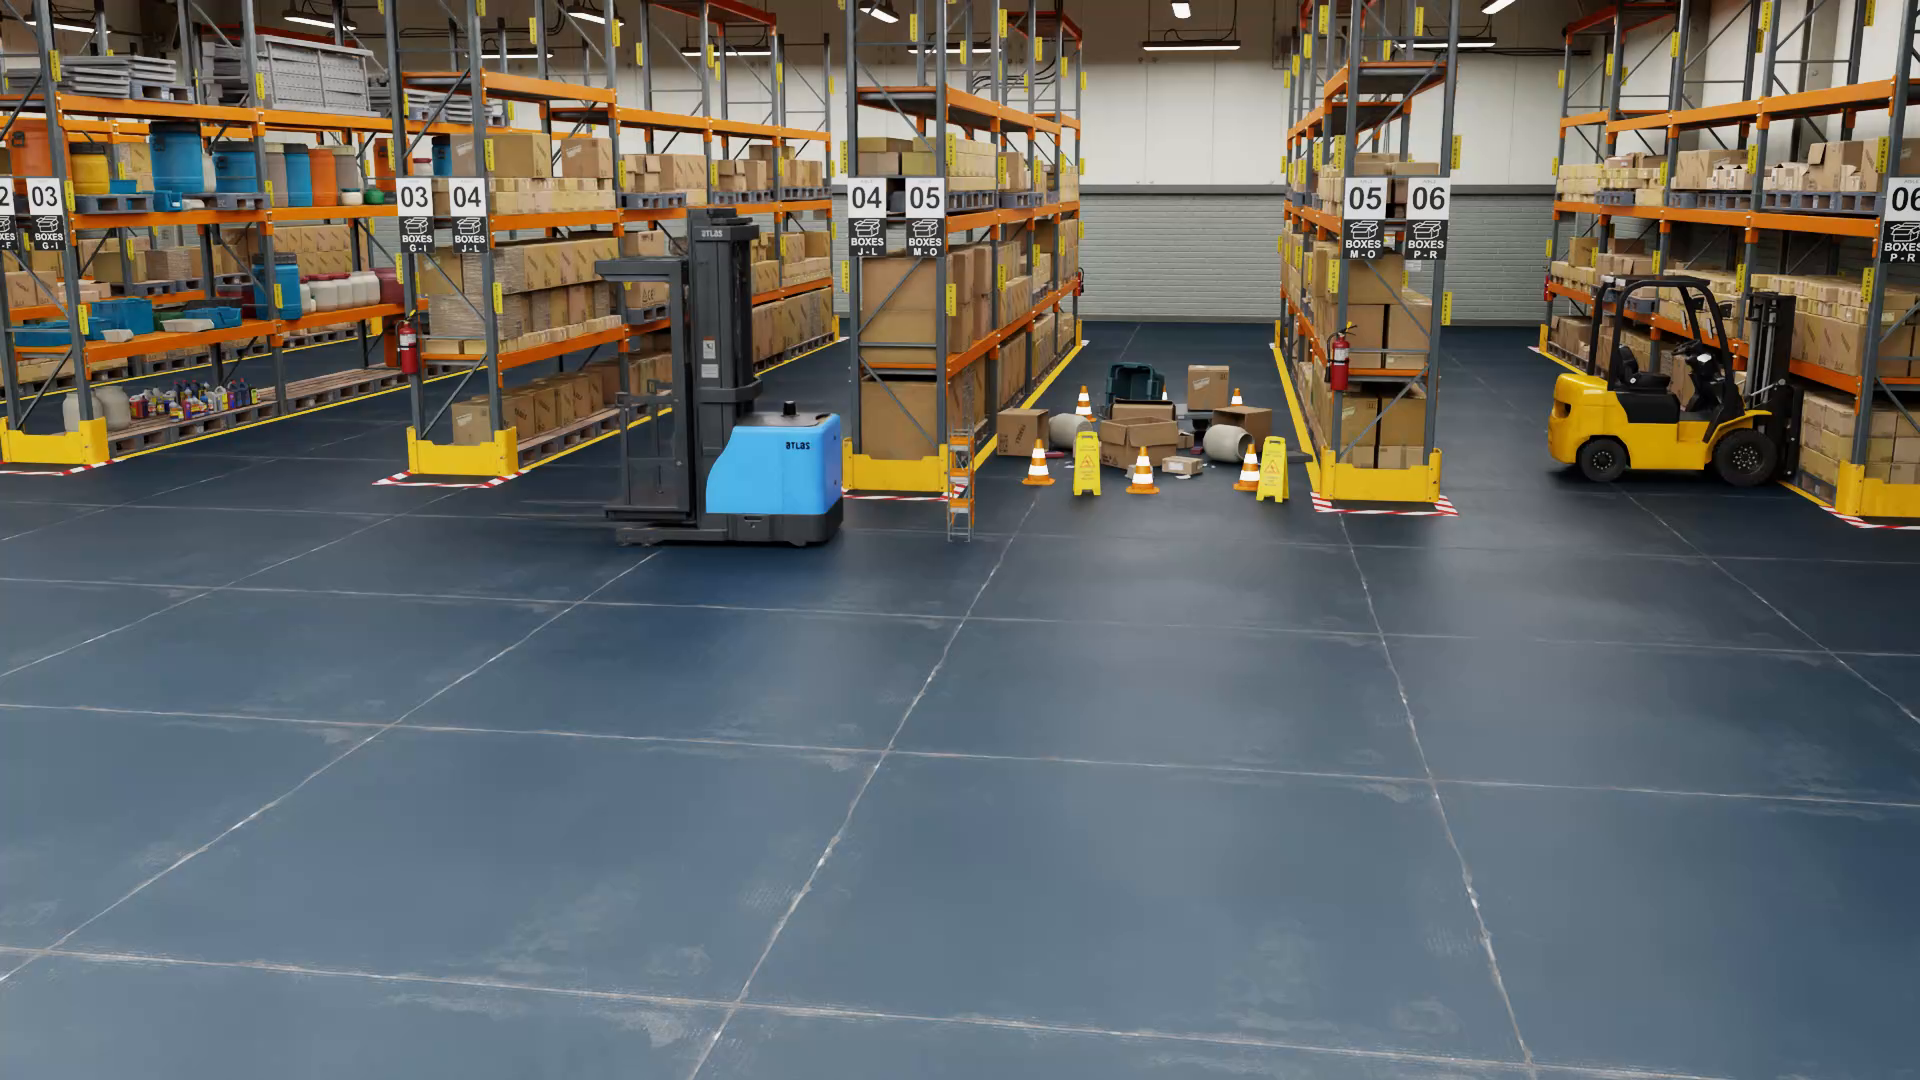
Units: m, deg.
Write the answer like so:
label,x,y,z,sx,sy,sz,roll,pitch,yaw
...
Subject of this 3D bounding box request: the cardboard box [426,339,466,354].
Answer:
label,x,y,z,sx,sy,sz,roll,pitch,yaw
cardboard box,-5.685,-2.148,18.437,0.380,0.149,0.250,2,12,9

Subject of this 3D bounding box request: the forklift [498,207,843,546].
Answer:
label,x,y,z,sx,sy,sz,roll,pitch,yaw
forklift,-2.635,-1.485,14.929,3.031,2.935,1.130,1,12,5

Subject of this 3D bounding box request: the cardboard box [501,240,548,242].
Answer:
label,x,y,z,sx,sy,sz,roll,pitch,yaw
cardboard box,-5.383,-3.427,20.459,0.500,0.500,0.500,2,12,9

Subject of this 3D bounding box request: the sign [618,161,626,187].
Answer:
label,x,y,z,sx,sy,sz,roll,pitch,yaw
sign,-4.373,-4.741,21.524,0.100,0.325,0.005,2,12,9

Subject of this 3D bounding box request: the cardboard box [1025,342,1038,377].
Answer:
label,x,y,z,sx,sy,sz,roll,pitch,yaw
cardboard box,0.951,-2.811,25.853,0.500,0.500,0.500,1,12,6

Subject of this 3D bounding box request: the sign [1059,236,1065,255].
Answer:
label,x,y,z,sx,sy,sz,roll,pitch,yaw
sign,1.755,-5.070,28.651,0.100,0.325,0.005,2,12,9

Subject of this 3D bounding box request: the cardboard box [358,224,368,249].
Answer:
label,x,y,z,sx,sy,sz,roll,pitch,yaw
cardboard box,-12.649,-6.293,34.465,0.500,0.500,0.500,2,12,8

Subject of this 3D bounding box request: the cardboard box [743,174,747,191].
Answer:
label,x,y,z,sx,sy,sz,roll,pitch,yaw
cardboard box,-3.937,-6.106,28.299,0.500,0.311,0.500,1,12,7

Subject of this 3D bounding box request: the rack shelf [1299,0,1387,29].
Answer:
label,x,y,z,sx,sy,sz,roll,pitch,yaw
rack shelf,5.805,-8.171,25.368,1.077,0.370,4.000,2,12,9

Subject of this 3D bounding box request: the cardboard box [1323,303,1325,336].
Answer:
label,x,y,z,sx,sy,sz,roll,pitch,yaw
cardboard box,4.337,-2.513,18.591,0.500,0.500,0.500,2,12,9

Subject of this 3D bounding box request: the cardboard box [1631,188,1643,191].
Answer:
label,x,y,z,sx,sy,sz,roll,pitch,yaw
cardboard box,11.377,-5.856,27.578,0.500,0.250,0.500,2,12,7

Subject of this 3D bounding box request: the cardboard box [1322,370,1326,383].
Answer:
label,x,y,z,sx,sy,sz,roll,pitch,yaw
cardboard box,4.206,-1.790,18.387,0.380,0.149,0.250,2,12,11

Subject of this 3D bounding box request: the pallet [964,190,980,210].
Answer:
label,x,y,z,sx,sy,sz,roll,pitch,yaw
pallet,-0.351,-3.856,18.855,1.003,0.211,1.213,2,12,9

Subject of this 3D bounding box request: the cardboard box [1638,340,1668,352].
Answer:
label,x,y,z,sx,sy,sz,roll,pitch,yaw
cardboard box,10.239,-2.858,24.534,0.380,0.149,0.250,1,12,6

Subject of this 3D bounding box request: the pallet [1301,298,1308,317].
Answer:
label,x,y,z,sx,sy,sz,roll,pitch,yaw
pallet,5.493,-3.304,23.658,1.213,0.211,1.003,2,12,9

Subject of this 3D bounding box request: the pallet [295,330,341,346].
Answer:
label,x,y,z,sx,sy,sz,roll,pitch,yaw
pallet,-13.176,-4.059,33.328,1.003,0.211,1.213,2,12,9

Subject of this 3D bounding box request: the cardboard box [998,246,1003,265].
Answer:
label,x,y,z,sx,sy,sz,roll,pitch,yaw
cardboard box,0.201,-3.709,22.475,0.700,0.500,0.500,2,12,9

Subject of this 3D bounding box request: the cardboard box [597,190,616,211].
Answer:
label,x,y,z,sx,sy,sz,roll,pitch,yaw
cardboard box,-4.722,-4.327,21.189,0.500,0.250,0.500,2,12,11

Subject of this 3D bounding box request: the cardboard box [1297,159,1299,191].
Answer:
label,x,y,z,sx,sy,sz,roll,pitch,yaw
cardboard box,5.482,-5.646,25.717,0.500,0.500,0.500,2,12,9

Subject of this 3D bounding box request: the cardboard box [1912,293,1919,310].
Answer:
label,x,y,z,sx,sy,sz,roll,pitch,yaw
cardboard box,9.435,-2.298,16.054,0.380,0.149,0.250,2,12,8

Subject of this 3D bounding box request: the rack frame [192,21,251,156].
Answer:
label,x,y,z,sx,sy,sz,roll,pitch,yaw
rack frame,-13.468,-7.957,30.557,1.000,3.000,0.127,2,12,9

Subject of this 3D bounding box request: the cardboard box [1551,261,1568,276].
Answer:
label,x,y,z,sx,sy,sz,roll,pitch,yaw
cardboard box,11.297,-5.041,30.914,0.500,0.250,0.500,2,12,9

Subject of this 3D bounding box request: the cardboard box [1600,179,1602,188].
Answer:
label,x,y,z,sx,sy,sz,roll,pitch,yaw
cardboard box,10.579,-5.770,26.890,0.380,0.149,0.250,2,12,10

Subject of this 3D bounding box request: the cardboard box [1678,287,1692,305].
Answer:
label,x,y,z,sx,sy,sz,roll,pitch,yaw
cardboard box,9.916,-3.263,22.184,0.500,0.250,0.500,2,12,7

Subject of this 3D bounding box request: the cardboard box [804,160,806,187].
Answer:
label,x,y,z,sx,sy,sz,roll,pitch,yaw
cardboard box,-3.329,-6.973,31.636,0.700,0.500,0.500,1,12,5

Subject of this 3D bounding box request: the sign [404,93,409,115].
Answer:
label,x,y,z,sx,sy,sz,roll,pitch,yaw
sign,-8.644,-6.789,25.903,0.100,0.325,0.005,2,12,9

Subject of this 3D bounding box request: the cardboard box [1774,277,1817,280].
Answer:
label,x,y,z,sx,sy,sz,roll,pitch,yaw
cardboard box,9.464,-2.900,18.849,0.380,0.149,0.250,2,12,8

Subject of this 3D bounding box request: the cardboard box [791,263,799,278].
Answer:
label,x,y,z,sx,sy,sz,roll,pitch,yaw
cardboard box,-3.267,-4.968,30.574,0.500,0.250,0.500,2,12,8

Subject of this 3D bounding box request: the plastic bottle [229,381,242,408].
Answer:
label,x,y,z,sx,sy,sz,roll,pitch,yaw
plastic bottle,-9.648,-1.935,22.095,0.144,0.351,0.185,1,12,6

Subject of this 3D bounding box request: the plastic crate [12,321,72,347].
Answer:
label,x,y,z,sx,sy,sz,roll,pitch,yaw
plastic crate,-10.638,-2.407,19.393,0.499,0.251,0.616,2,12,9

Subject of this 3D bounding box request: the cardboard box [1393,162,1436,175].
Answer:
label,x,y,z,sx,sy,sz,roll,pitch,yaw
cardboard box,4.523,-3.685,16.554,0.380,0.149,0.250,2,12,8

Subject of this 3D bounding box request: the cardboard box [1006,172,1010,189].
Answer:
label,x,y,z,sx,sy,sz,roll,pitch,yaw
cardboard box,0.473,-4.893,22.544,0.396,0.266,0.258,2,12,9

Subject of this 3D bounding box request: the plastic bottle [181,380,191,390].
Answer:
label,x,y,z,sx,sy,sz,roll,pitch,yaw
plastic bottle,-10.338,-1.964,22.228,0.144,0.351,0.185,2,12,10

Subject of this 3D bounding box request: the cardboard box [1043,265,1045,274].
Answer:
label,x,y,z,sx,sy,sz,roll,pitch,yaw
cardboard box,1.222,-4.496,27.631,0.380,0.149,0.250,1,12,7

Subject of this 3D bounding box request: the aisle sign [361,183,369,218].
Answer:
label,x,y,z,sx,sy,sz,roll,pitch,yaw
aisle sign,-12.539,-7.132,34.798,0.394,0.787,0.004,2,12,9

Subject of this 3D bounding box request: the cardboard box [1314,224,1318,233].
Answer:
label,x,y,z,sx,sy,sz,roll,pitch,yaw
cardboard box,5.993,-5.362,28.605,0.380,0.149,0.250,2,12,10

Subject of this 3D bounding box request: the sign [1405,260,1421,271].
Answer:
label,x,y,z,sx,sy,sz,roll,pitch,yaw
sign,10.145,-6.271,37.199,0.329,0.494,0.001,2,12,9

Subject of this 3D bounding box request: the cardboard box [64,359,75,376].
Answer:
label,x,y,z,sx,sy,sz,roll,pitch,yaw
cardboard box,-14.079,-2.724,26.042,0.500,0.250,0.500,2,12,10

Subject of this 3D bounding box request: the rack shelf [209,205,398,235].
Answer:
label,x,y,z,sx,sy,sz,roll,pitch,yaw
rack shelf,-9.497,-4.729,24.405,1.077,0.370,4.000,2,12,9

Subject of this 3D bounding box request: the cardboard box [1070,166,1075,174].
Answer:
label,x,y,z,sx,sy,sz,roll,pitch,yaw
cardboard box,1.953,-6.947,31.213,0.380,0.149,0.250,2,12,10

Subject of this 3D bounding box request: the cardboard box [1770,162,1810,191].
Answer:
label,x,y,z,sx,sy,sz,roll,pitch,yaw
cardboard box,9.418,-4.068,18.607,0.500,0.311,0.500,2,12,10

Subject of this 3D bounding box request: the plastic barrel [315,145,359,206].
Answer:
label,x,y,z,sx,sy,sz,roll,pitch,yaw
plastic barrel,-9.530,-5.578,25.447,0.600,0.901,0.600,0,12,0

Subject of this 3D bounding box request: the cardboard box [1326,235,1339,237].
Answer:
label,x,y,z,sx,sy,sz,roll,pitch,yaw
cardboard box,6.219,-4.710,27.120,0.500,0.500,0.500,2,12,10

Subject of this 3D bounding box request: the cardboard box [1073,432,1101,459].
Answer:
label,x,y,z,sx,sy,sz,roll,pitch,yaw
cardboard box,1.531,-1.102,19.476,0.396,0.266,0.258,4,13,18

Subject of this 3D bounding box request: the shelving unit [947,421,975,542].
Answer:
label,x,y,z,sx,sy,sz,roll,pitch,yaw
shelving unit,0.008,-0.524,14.934,0.215,1.050,0.252,2,12,9

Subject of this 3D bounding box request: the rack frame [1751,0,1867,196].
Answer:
label,x,y,z,sx,sy,sz,roll,pitch,yaw
rack frame,9.787,-5.489,19.104,1.000,3.000,0.127,2,12,9

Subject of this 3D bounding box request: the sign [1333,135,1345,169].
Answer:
label,x,y,z,sx,sy,sz,roll,pitch,yaw
sign,3.722,-3.805,16.308,0.100,0.325,0.005,2,12,9

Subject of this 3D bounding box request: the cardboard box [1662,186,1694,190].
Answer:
label,x,y,z,sx,sy,sz,roll,pitch,yaw
cardboard box,10.219,-5.059,23.636,0.380,0.149,0.250,2,12,10

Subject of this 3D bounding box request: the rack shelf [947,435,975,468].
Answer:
label,x,y,z,sx,sy,sz,roll,pitch,yaw
rack shelf,0.008,-0.791,14.877,0.215,0.259,0.240,2,12,9

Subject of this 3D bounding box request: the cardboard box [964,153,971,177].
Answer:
label,x,y,z,sx,sy,sz,roll,pitch,yaw
cardboard box,-0.158,-4.119,18.281,0.500,0.250,0.500,2,12,8

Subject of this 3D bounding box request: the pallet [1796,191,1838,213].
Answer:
label,x,y,z,sx,sy,sz,roll,pitch,yaw
pallet,9.492,-3.548,17.426,1.003,0.211,1.213,2,12,9

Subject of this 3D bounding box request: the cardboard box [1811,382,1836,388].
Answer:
label,x,y,z,sx,sy,sz,roll,pitch,yaw
cardboard box,9.748,-1.587,18.393,0.500,0.250,0.500,2,12,9

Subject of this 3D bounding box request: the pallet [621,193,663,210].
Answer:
label,x,y,z,sx,sy,sz,roll,pitch,yaw
pallet,-4.710,-4.537,22.252,1.213,0.211,1.003,2,12,9

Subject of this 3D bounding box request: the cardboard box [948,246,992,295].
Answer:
label,x,y,z,sx,sy,sz,roll,pitch,yaw
cardboard box,-0.085,-3.263,20.096,0.875,0.550,0.550,2,12,9

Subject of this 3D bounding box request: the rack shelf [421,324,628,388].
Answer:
label,x,y,z,sx,sy,sz,roll,pitch,yaw
rack shelf,-5.218,-2.270,20.112,1.077,0.370,4.000,2,12,9

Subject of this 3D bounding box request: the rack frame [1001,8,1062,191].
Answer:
label,x,y,z,sx,sy,sz,roll,pitch,yaw
rack frame,1.206,-7.454,28.220,1.000,3.000,0.127,2,12,9

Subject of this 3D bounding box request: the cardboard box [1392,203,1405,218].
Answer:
label,x,y,z,sx,sy,sz,roll,pitch,yaw
cardboard box,4.591,-3.343,16.864,0.380,0.149,0.250,1,12,7
